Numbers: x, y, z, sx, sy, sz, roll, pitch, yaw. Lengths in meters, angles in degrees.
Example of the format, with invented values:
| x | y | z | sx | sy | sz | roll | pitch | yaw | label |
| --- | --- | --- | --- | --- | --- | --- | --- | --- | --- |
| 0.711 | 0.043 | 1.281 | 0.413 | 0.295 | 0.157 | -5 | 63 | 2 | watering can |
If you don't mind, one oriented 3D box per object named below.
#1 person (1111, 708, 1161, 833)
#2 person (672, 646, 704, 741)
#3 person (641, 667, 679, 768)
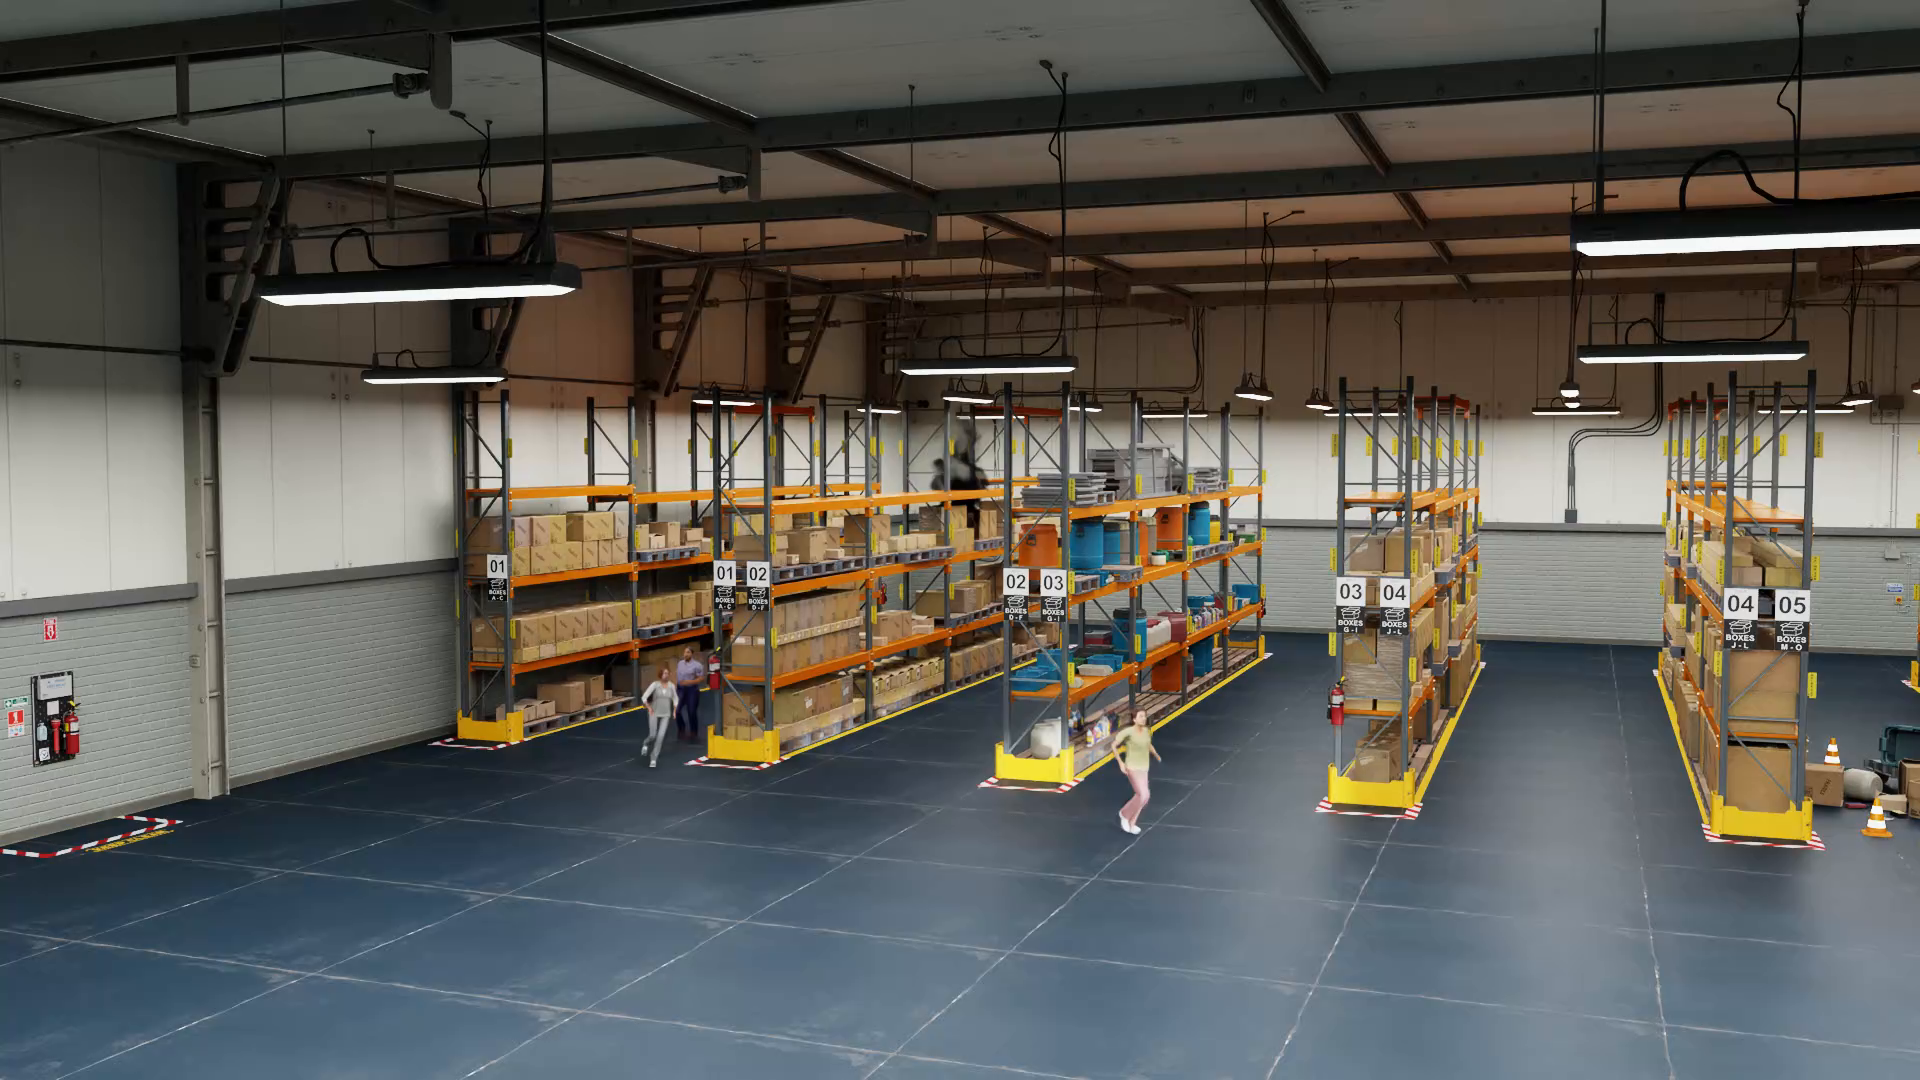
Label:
| x | y | z | sx | sy | sz | roll | pitch | yaw | label |
| --- | --- | --- | --- | --- | --- | --- | --- | --- | --- |
| 2.325 | 2.989 | 21.574 | 0.587 | 1.638 | 0.550 | -3 | 4 | -41 | person |
| -4.658 | 2.634 | 28.381 | 0.566 | 1.604 | 0.636 | 1 | 3 | 13 | person |
| -4.726 | 2.784 | 26.315 | 0.593 | 1.537 | 0.692 | -1 | 3 | -22 | person |
